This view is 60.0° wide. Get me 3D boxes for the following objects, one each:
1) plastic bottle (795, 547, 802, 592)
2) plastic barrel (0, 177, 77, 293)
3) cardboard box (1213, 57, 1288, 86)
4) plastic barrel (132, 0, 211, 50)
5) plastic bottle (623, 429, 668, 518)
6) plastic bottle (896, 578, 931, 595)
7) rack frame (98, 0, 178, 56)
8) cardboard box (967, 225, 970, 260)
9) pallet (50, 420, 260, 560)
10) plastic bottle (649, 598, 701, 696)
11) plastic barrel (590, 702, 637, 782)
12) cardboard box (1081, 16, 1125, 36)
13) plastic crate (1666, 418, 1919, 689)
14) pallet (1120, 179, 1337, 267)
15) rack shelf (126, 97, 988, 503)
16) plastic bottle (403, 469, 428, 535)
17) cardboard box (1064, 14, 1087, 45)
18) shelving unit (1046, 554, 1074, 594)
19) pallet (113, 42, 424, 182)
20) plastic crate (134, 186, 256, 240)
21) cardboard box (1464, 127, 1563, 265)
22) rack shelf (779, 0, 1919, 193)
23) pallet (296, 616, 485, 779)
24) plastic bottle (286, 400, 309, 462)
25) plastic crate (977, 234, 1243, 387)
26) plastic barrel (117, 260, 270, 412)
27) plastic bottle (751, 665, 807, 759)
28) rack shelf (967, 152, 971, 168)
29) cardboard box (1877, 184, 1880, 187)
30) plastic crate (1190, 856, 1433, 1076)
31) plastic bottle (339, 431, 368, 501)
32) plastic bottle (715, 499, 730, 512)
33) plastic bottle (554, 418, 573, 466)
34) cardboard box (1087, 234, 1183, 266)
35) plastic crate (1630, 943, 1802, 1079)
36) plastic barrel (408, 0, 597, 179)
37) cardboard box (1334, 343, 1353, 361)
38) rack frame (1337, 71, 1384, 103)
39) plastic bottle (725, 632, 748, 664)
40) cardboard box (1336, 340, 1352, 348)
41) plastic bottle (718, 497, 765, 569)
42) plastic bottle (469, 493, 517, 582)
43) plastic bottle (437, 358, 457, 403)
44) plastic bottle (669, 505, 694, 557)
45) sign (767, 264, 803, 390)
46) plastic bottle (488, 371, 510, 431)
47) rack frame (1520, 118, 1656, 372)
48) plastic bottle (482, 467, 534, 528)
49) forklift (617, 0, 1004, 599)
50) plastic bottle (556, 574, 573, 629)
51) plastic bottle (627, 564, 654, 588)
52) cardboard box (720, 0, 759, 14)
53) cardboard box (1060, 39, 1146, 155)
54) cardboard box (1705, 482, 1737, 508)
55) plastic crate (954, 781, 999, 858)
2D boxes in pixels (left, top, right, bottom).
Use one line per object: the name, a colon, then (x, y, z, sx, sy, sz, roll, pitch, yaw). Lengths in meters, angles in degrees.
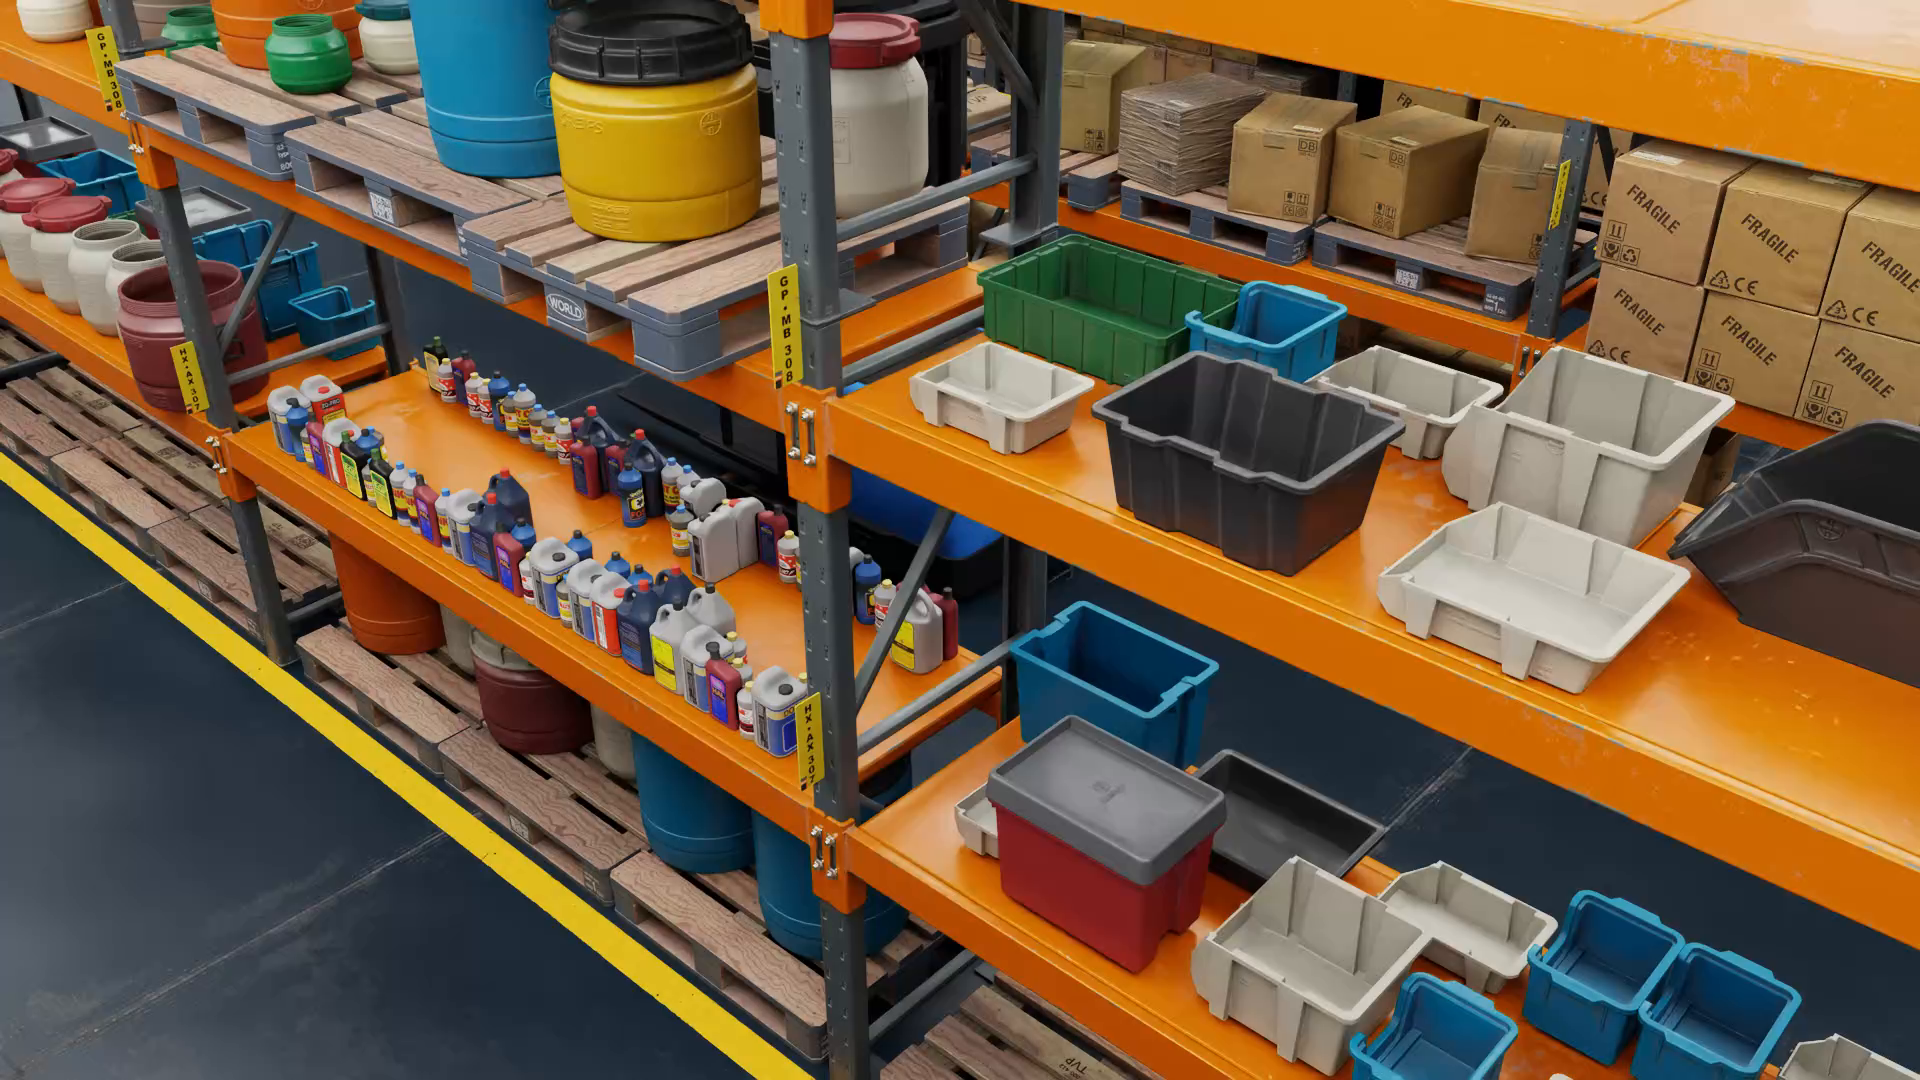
plastic bottle: (-0.583, 0.092, 6.381, 0.097, 0.201, 0.097, 0, 31, 0)
plastic barrel: (-4.910, -1.634, 8.924, 0.433, 0.535, 0.433, 0, 31, 0)
cardboard box: (2.725, -4.218, 15.346, 0.500, 0.500, 0.700, 25, 39, 35)
plastic barrel: (-3.514, -2.728, 7.478, 0.600, 0.901, 0.600, 0, 31, 0)
plastic bottle: (-1.291, -0.286, 6.864, 0.185, 0.351, 0.144, 25, 39, 35)
plastic bottle: (-0.169, 0.238, 6.060, 0.133, 0.283, 0.061, 25, 39, 35)
rack frame: (-3.051, -3.431, 6.224, 0.127, 3.000, 1.000, 25, 39, 35)
cardboard box: (-0.278, -2.083, 11.516, 0.500, 0.311, 0.500, 26, 40, 36)
pallet: (-4.499, -0.371, 9.662, 1.213, 0.211, 1.003, 25, 39, 35)
plastic bottle: (-0.986, 0.352, 5.805, 0.185, 0.351, 0.144, 25, 39, 35)
plastic barrel: (-1.360, 0.740, 7.117, 0.421, 0.512, 0.421, 0, 31, 0)
cardboard box: (1.517, -5.073, 16.038, 0.500, 0.250, 0.500, 24, 39, 34)
plastic crate: (1.933, 0.016, 3.467, 0.767, 0.338, 0.504, 25, 39, 35)
pallet: (1.721, -2.000, 9.850, 1.213, 0.211, 1.003, 25, 39, 35)
rack shelf: (-1.568, -1.145, 6.033, 4.000, 0.370, 1.077, 25, 39, 35)
plastic bottle: (-2.194, -0.162, 6.735, 0.097, 0.271, 0.097, 0, 31, 0)
cardboard box: (1.189, -4.902, 16.482, 0.500, 0.500, 0.700, 27, 40, 37)
shelving unit: (0.450, -0.177, 8.671, 0.210, 0.900, 0.258, 25, 39, 35)
pallet: (-2.549, -1.763, 6.544, 1.213, 0.211, 1.003, 25, 39, 35)
plastic crate: (-4.043, -1.564, 8.878, 0.583, 0.464, 0.402, 25, 39, 35)
cardboard box: (3.041, -1.841, 8.896, 0.500, 0.500, 0.700, 12, 33, 19)
rack shelf: (1.398, -0.875, 3.063, 4.000, 0.370, 1.077, 25, 39, 35)
pallet: (-2.438, 0.591, 8.063, 1.213, 0.211, 1.003, 25, 39, 35)
plastic bottle: (-2.879, -0.481, 7.266, 0.097, 0.271, 0.097, 0, 31, 0)
plastic crate: (0.432, -0.639, 4.701, 0.662, 0.188, 0.450, 25, 39, 35)
plastic barrel: (-3.598, -0.964, 7.810, 0.708, 0.536, 0.600, 25, 39, 35)
plastic bottle: (-0.594, 0.564, 5.525, 0.135, 0.276, 0.152, 25, 39, 35)
rack shelf: (-1.207, -3.137, 12.251, 4.000, 0.370, 1.077, 25, 39, 35)
cardboard box: (4.172, -1.588, 7.913, 0.500, 0.500, 0.500, 24, 39, 34)
plastic crate: (0.924, 1.148, 4.492, 0.530, 0.282, 0.437, 25, 39, 35)
plastic bottle: (-2.535, -0.313, 6.975, 0.133, 0.283, 0.061, 25, 39, 35)
plastic bottle: (-0.927, -0.068, 6.647, 0.097, 0.201, 0.097, 0, 31, 0)
plastic bottle: (-1.715, -0.436, 7.258, 0.097, 0.201, 0.097, 0, 31, 0)
cardboard box: (1.172, -1.940, 10.835, 0.500, 0.250, 0.500, 27, 40, 37)
plastic crate: (1.942, 1.287, 4.308, 0.300, 0.233, 0.416, 25, 39, 35)
plastic barrel: (-1.453, -1.688, 5.344, 0.708, 0.901, 0.600, 25, 39, 35)
cardboard box: (1.951, -0.896, 9.827, 0.500, 0.500, 0.500, 26, 39, 36)
rack frame: (3.597, -4.649, 14.064, 0.127, 3.000, 1.000, 25, 39, 35)
plastic bottle: (-0.795, 0.416, 5.844, 0.097, 0.201, 0.097, 0, 31, 0)
cardboard box: (2.278, -1.103, 10.171, 0.500, 0.500, 0.500, 26, 39, 36)
plastic bottle: (-0.859, -0.049, 6.544, 0.135, 0.276, 0.152, 25, 39, 35)
plastic bottle: (-1.803, -0.029, 6.438, 0.185, 0.351, 0.144, 25, 39, 35)
plastic bottle: (-2.391, -0.752, 7.783, 0.097, 0.201, 0.097, 0, 31, 0)
plastic bottle: (-1.101, -0.043, 6.607, 0.097, 0.201, 0.097, 0, 31, 0)
sign: (-0.455, -0.555, 4.347, 0.005, 0.325, 0.100, 25, 39, 35)
plastic bottle: (-2.076, -0.634, 7.520, 0.097, 0.271, 0.097, 0, 31, 0)
rack frame: (3.242, -1.369, 8.616, 0.127, 3.000, 1.000, 25, 39, 35)
plastic bottle: (-1.800, -0.134, 6.612, 0.185, 0.351, 0.144, 25, 39, 35)
forklift: (-0.790, -1.588, 9.046, 3.031, 2.935, 1.130, 25, 39, 35)
plastic bottle: (-1.443, 0.219, 6.171, 0.097, 0.201, 0.097, 0, 31, 0)
plastic bottle: (-1.169, 0.211, 6.116, 0.097, 0.271, 0.097, 0, 31, 0)
cardboard box: (-1.741, -3.726, 12.434, 0.500, 0.500, 0.500, -26, 40, -36)
cardboard box: (0.819, -2.801, 10.491, 0.500, 0.500, 0.700, 12, 33, 19)
cardboard box: (4.173, -0.141, 8.913, 0.250, 0.149, 0.380, 25, 39, 35)
plastic crate: (0.164, 0.827, 5.166, 0.243, 0.136, 0.396, 25, 39, 35)
